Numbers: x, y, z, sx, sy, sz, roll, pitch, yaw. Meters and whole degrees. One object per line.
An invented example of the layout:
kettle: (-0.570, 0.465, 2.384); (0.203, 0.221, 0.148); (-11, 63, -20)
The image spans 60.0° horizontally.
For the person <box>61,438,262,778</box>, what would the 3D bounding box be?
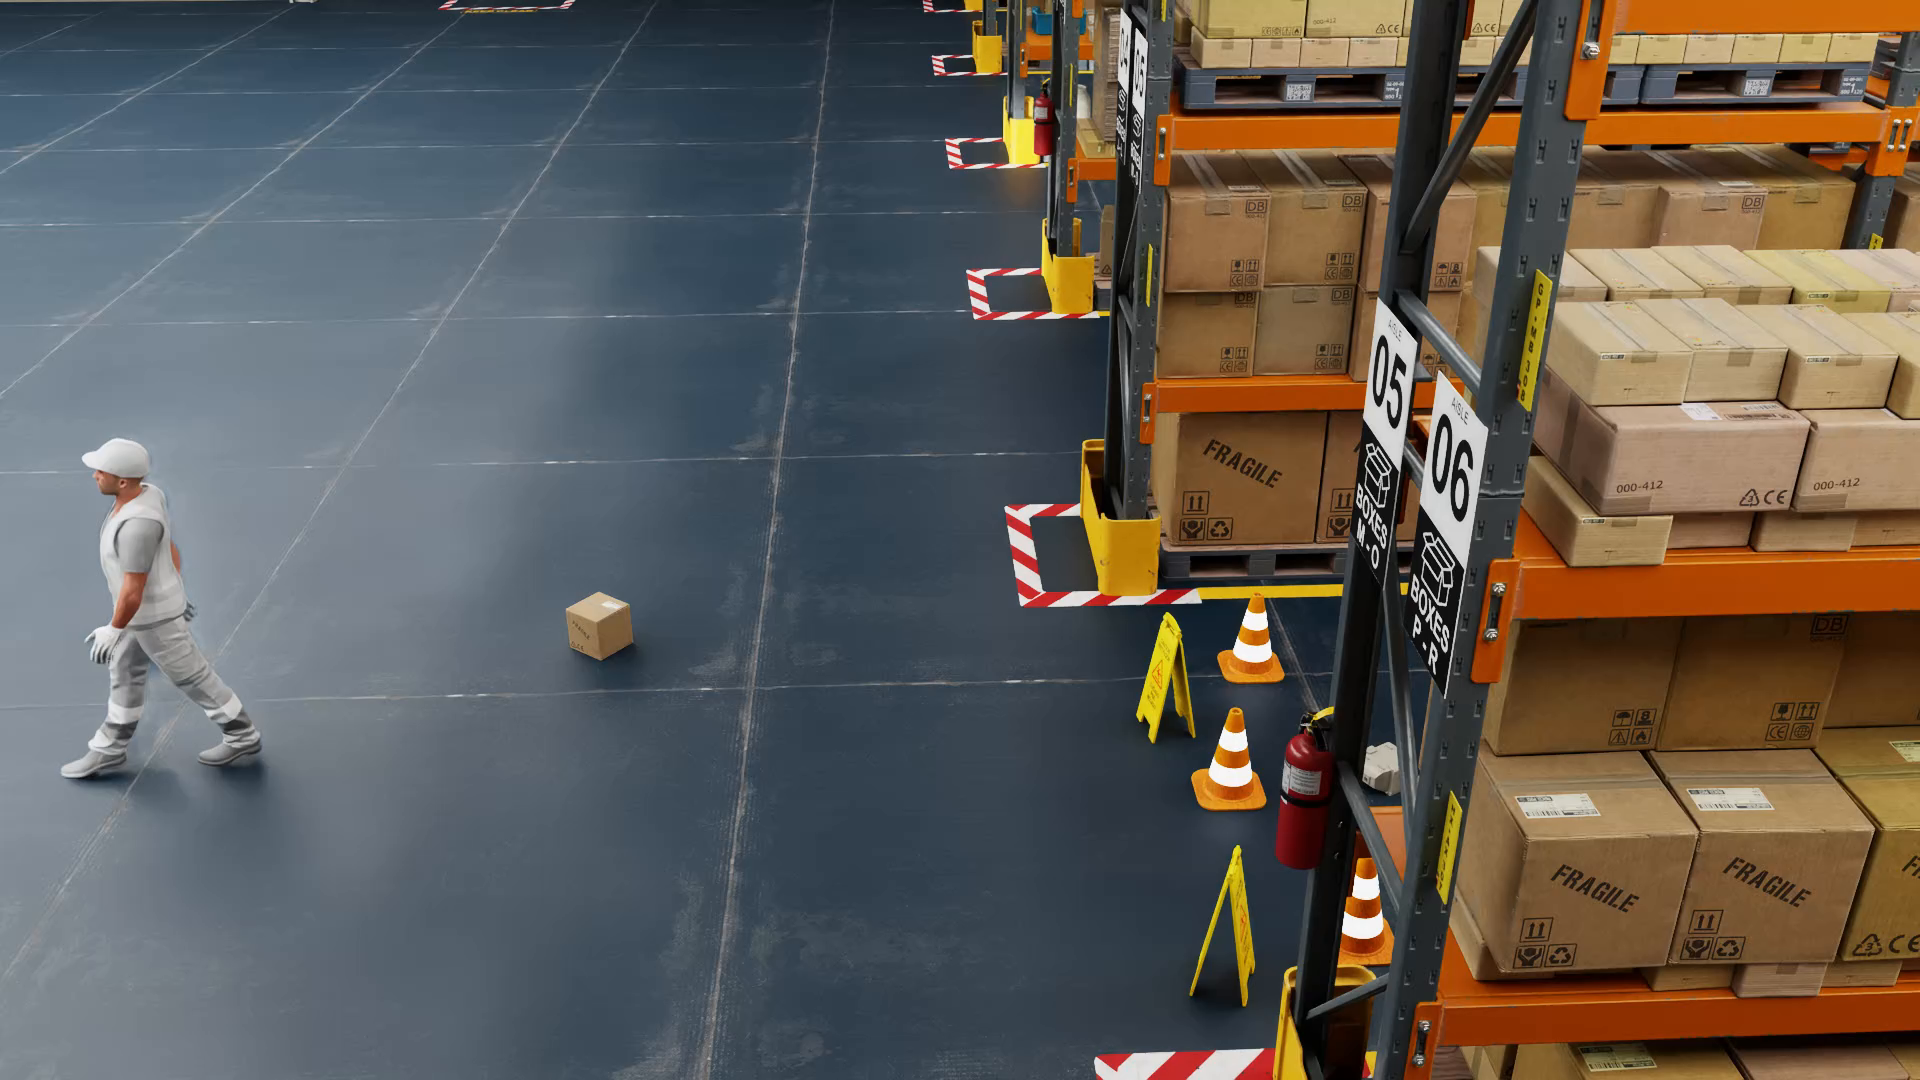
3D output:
person: (-3.956, 0.354, 7.869); (0.920, 1.752, 0.532); (-13, 30, -23)
